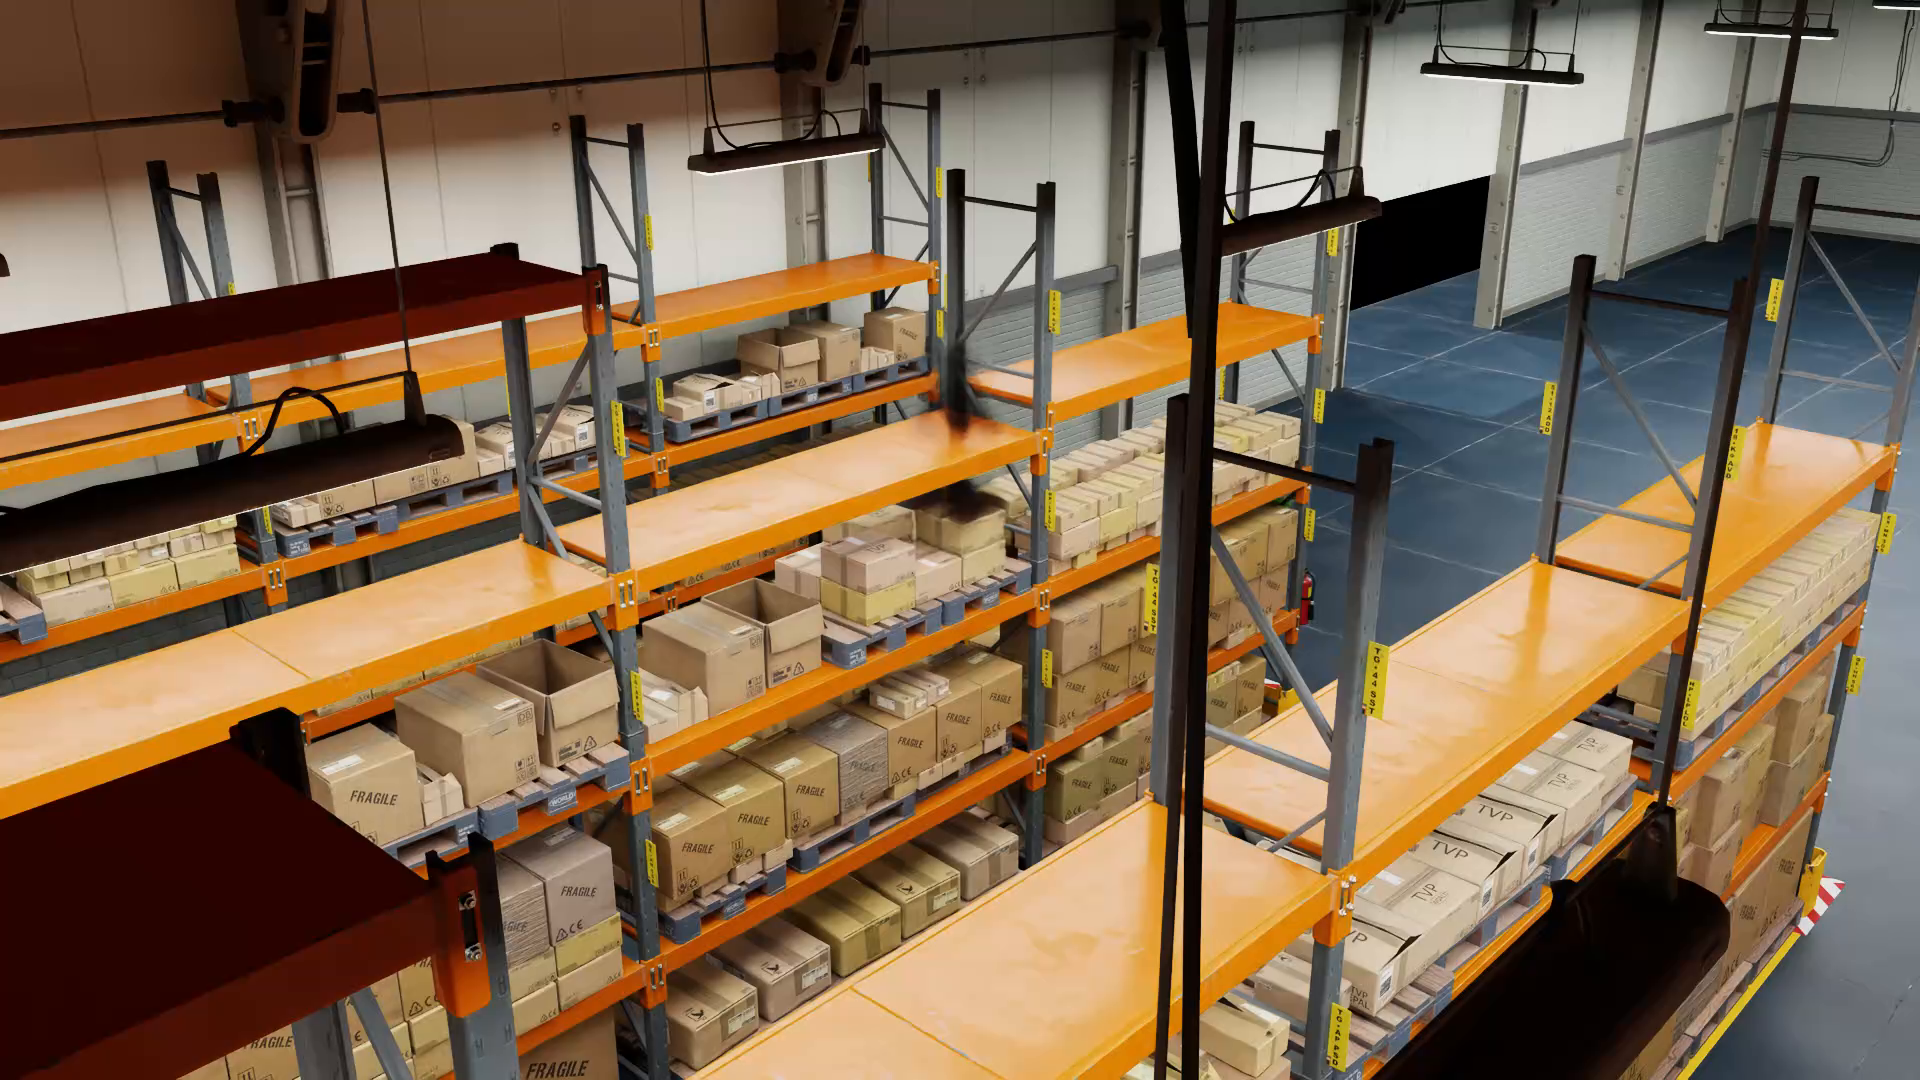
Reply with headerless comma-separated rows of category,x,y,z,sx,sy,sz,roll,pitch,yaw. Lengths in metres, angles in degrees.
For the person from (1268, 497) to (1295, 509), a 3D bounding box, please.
person,4.035,-0.598,21.251,0.654,1.711,0.775,7,22,18
